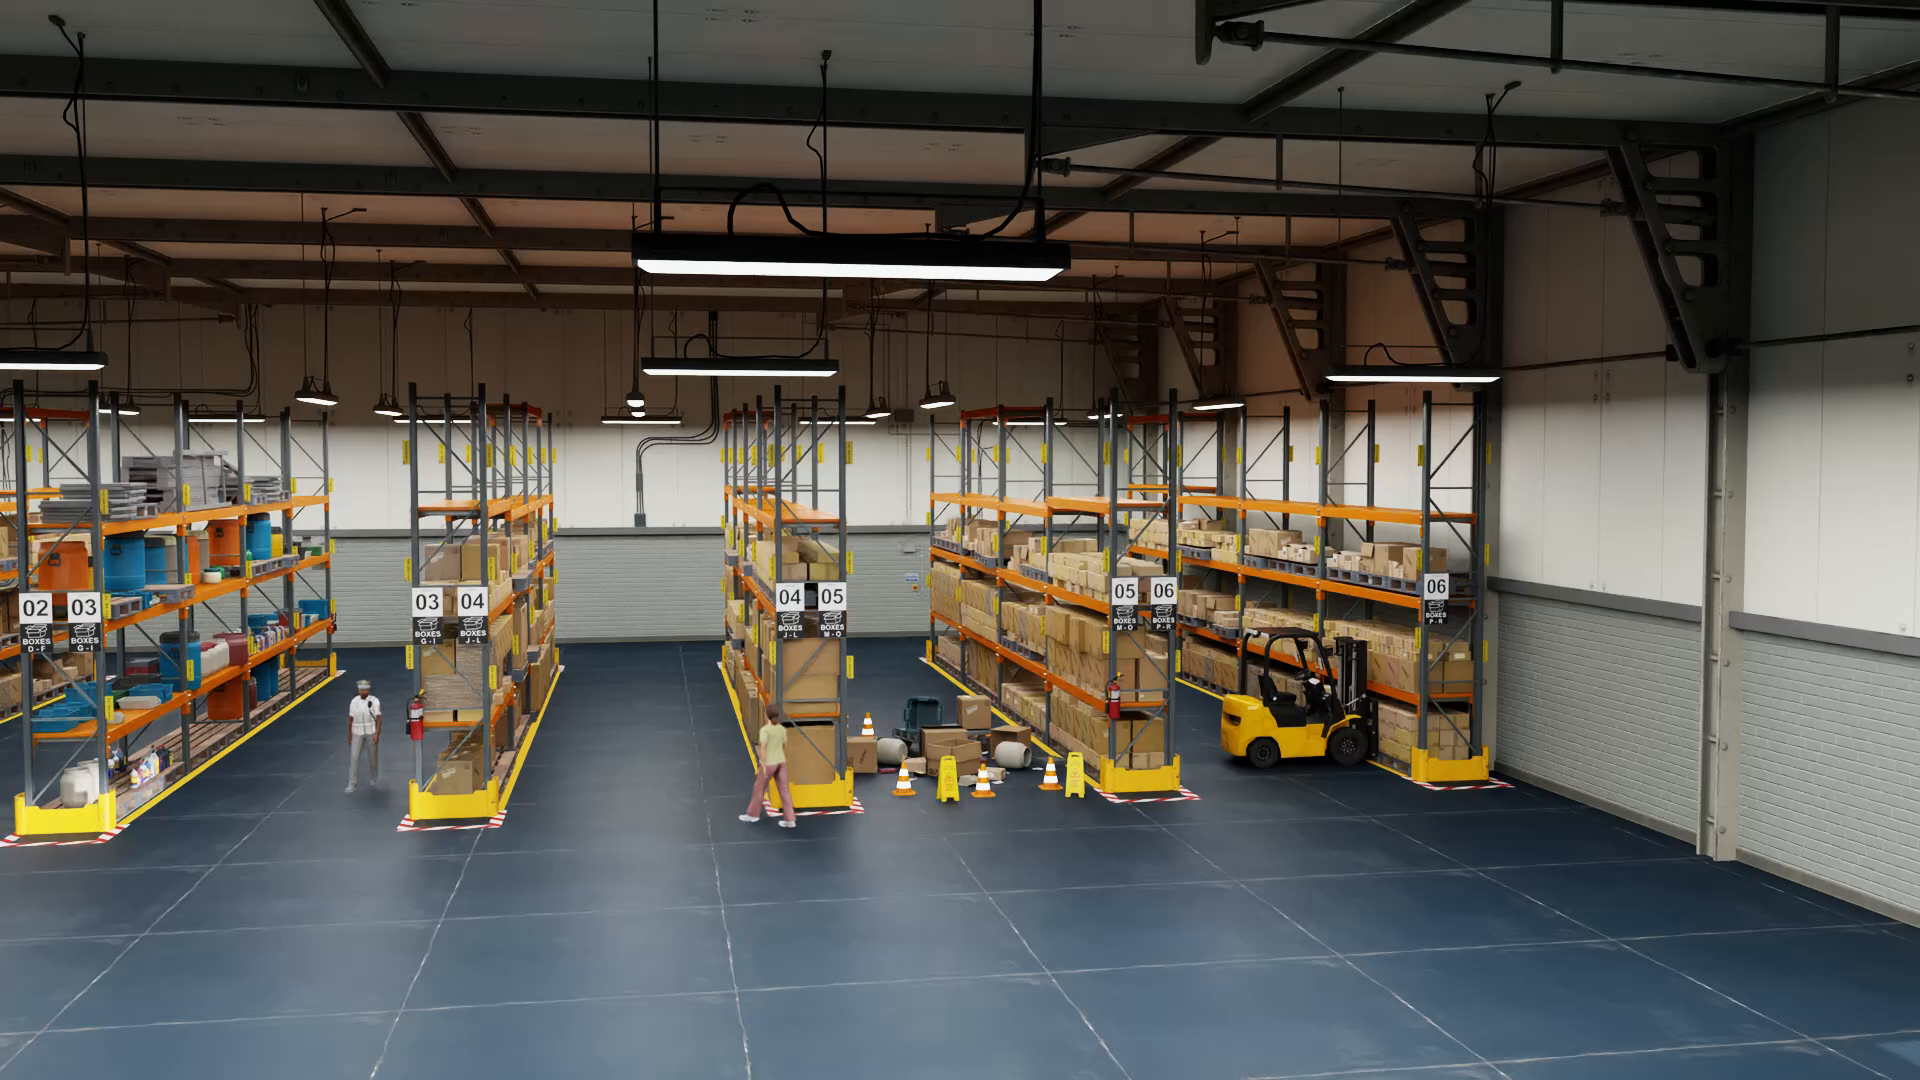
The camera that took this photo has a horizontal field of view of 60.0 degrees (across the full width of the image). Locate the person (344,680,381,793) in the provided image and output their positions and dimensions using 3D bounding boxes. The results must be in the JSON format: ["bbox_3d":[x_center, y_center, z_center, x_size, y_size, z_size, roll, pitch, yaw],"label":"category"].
[{"bbox_3d":[-8.903,2.903,24.830,0.509,1.635,0.909,-1,3,-15],"label":"person"}]

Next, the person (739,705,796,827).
[{"bbox_3d":[-2.573,3.028,22.447,0.961,1.611,0.467,3,4,44],"label":"person"}]
